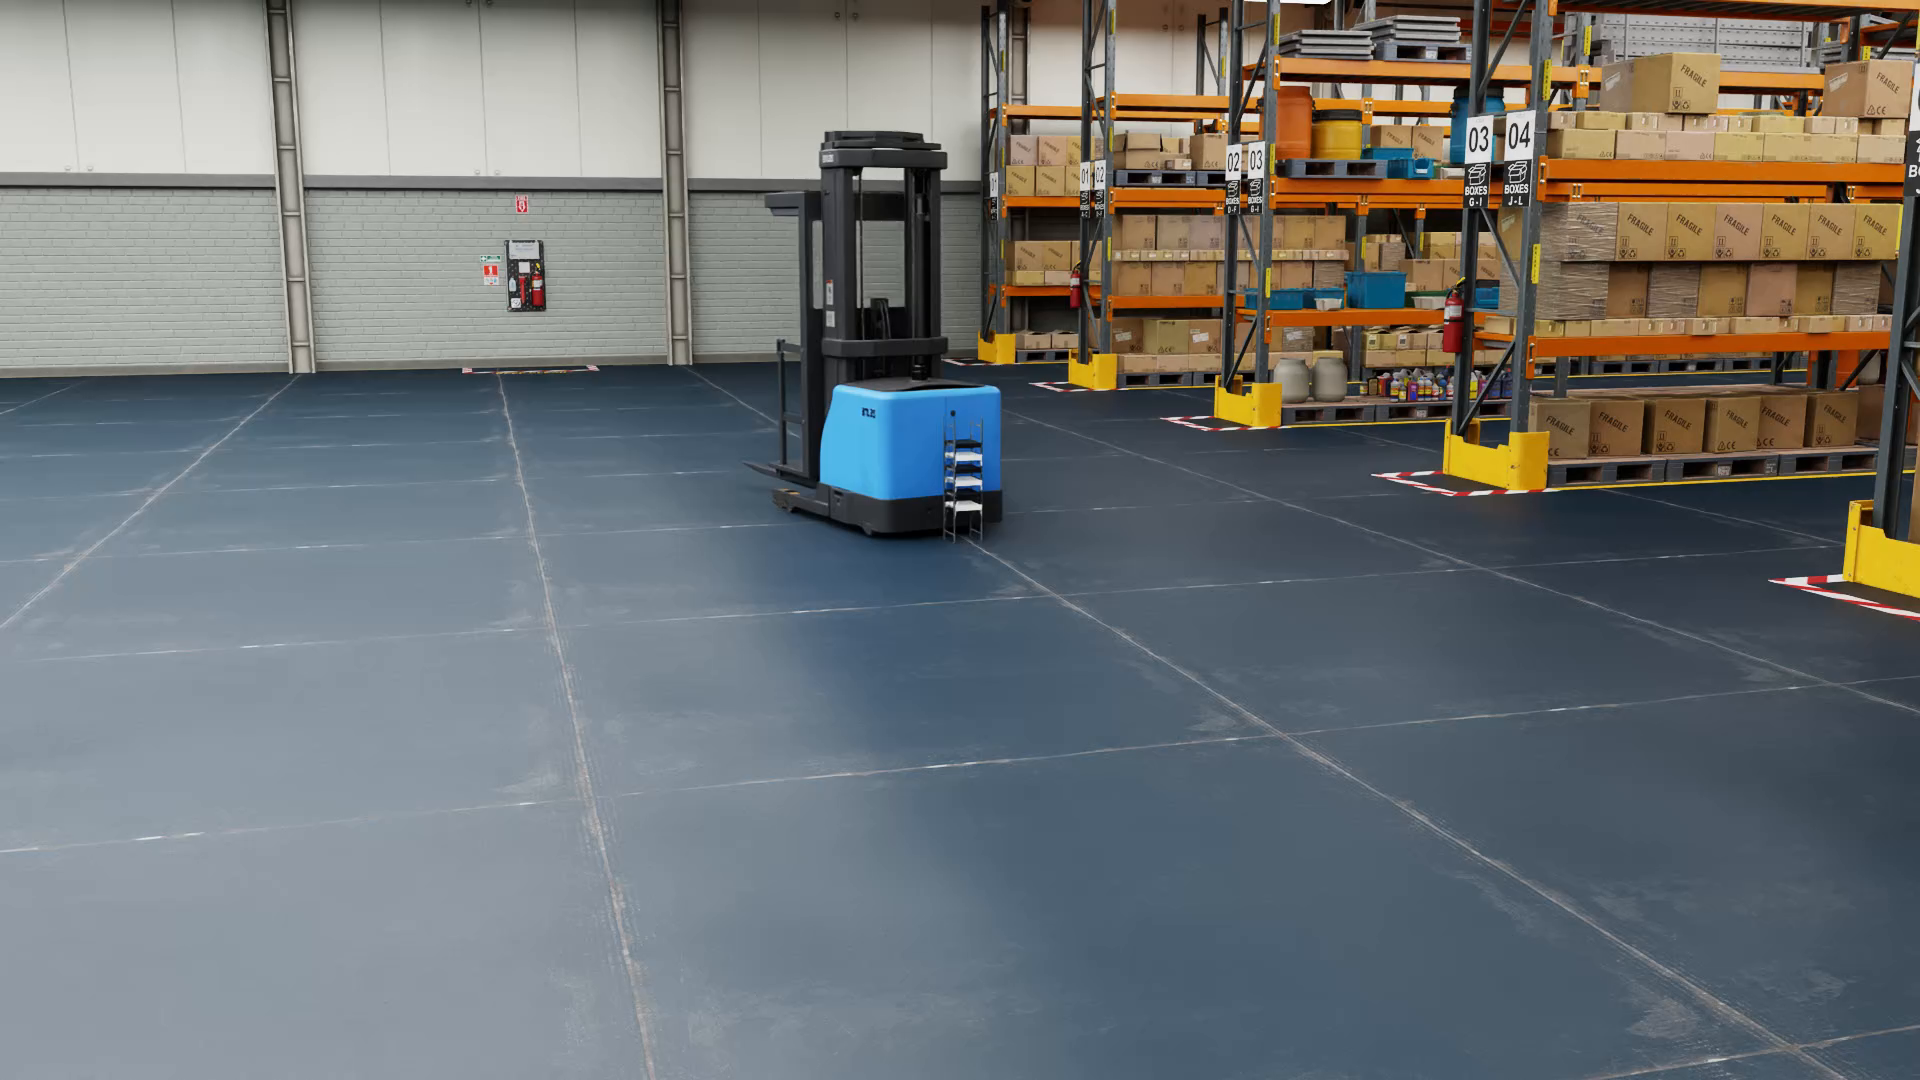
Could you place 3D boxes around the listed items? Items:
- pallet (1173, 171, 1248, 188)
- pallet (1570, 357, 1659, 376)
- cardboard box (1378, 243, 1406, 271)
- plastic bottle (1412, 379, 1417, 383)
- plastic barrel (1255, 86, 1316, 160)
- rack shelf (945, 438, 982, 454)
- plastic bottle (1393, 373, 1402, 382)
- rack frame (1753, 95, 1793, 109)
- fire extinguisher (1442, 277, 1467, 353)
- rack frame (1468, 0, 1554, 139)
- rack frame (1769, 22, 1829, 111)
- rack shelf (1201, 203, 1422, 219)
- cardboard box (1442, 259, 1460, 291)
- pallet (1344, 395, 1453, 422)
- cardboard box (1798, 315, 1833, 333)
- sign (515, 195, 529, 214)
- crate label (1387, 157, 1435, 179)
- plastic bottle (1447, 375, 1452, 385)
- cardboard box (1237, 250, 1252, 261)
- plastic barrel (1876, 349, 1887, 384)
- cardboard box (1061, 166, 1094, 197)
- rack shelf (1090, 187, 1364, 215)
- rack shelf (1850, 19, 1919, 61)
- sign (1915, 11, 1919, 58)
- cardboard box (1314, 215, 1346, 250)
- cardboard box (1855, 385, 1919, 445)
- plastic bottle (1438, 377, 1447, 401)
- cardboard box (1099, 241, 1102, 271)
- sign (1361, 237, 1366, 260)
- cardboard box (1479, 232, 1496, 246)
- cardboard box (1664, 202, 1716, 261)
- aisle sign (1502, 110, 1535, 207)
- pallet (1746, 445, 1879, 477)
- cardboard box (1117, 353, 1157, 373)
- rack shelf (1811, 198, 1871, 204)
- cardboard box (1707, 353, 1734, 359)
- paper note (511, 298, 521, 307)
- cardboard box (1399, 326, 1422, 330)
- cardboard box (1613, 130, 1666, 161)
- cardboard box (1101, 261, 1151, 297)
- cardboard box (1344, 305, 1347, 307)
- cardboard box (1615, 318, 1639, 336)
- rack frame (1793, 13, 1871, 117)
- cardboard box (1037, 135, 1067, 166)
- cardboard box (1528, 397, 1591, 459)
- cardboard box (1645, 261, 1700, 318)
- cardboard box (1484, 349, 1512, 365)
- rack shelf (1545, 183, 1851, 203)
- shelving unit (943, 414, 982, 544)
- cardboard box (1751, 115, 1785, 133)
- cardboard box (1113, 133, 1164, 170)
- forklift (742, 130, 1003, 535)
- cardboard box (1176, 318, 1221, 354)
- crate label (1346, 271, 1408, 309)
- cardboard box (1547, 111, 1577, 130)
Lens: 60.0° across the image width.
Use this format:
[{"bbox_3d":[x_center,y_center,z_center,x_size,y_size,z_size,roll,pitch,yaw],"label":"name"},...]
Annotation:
[{"bbox_3d":[3.810,-5.252,24.252,1.213,0.211,1.003,-3,11,-16],"label":"pallet"},{"bbox_3d":[10.359,-2.792,26.628,1.213,0.211,1.003,-3,11,-16],"label":"pallet"},{"bbox_3d":[7.794,-5.233,30.695,0.500,0.500,0.700,-4,11,-23],"label":"cardboard box"},{"bbox_3d":[5.588,-1.880,20.489,0.097,0.201,0.097,0,10,0],"label":"plastic bottle"},{"bbox_3d":[3.762,-4.805,19.233,0.708,0.830,0.600,-3,11,-16],"label":"plastic barrel"},{"bbox_3d":[0.020,-0.673,11.909,0.200,0.077,0.258,-4,11,-20],"label":"rack shelf"},{"bbox_3d":[5.355,-1.927,20.535,0.135,0.276,0.152,-3,11,-18],"label":"plastic bottle"},{"bbox_3d":[15.924,-8.348,32.538,0.127,3.000,1.000,-3,11,-16],"label":"rack frame"},{"bbox_3d":[4.477,-2.041,15.062,0.183,0.674,0.296,-3,11,-16],"label":"fire extinguisher"},{"bbox_3d":[4.715,-4.955,14.108,0.127,3.000,1.000,-3,11,-16],"label":"rack frame"},{"bbox_3d":[13.472,-7.285,26.762,0.127,3.000,1.000,-3,11,-16],"label":"rack frame"},{"bbox_3d":[6.323,-6.013,30.126,4.000,0.370,1.077,-3,11,-16],"label":"rack shelf"},{"bbox_3d":[7.519,-4.067,25.575,0.500,0.500,0.500,-3,11,-16],"label":"cardboard box"},{"bbox_3d":[5.341,-1.608,20.196,1.213,0.211,1.003,-3,11,-16],"label":"pallet"},{"bbox_3d":[7.723,-1.976,15.191,0.250,0.149,0.380,-3,11,-16],"label":"cardboard box"},{"bbox_3d":[-7.188,-5.509,27.282,0.199,0.298,0.001,-3,11,-16],"label":"sign"},{"bbox_3d":[5.220,-4.305,19.273,0.408,0.251,0.502,-3,11,-16],"label":"crate label"},{"bbox_3d":[5.952,-1.851,20.103,0.133,0.283,0.061,-3,11,-16],"label":"plastic bottle"},{"bbox_3d":[4.116,-4.169,24.338,0.250,0.149,0.380,-3,11,-14],"label":"cardboard box"},{"bbox_3d":[12.561,-2.376,22.169,0.708,0.588,0.600,-3,11,-16],"label":"plastic barrel"},{"bbox_3d":[1.976,-6.144,28.517,0.500,0.500,0.500,-2,11,-13],"label":"cardboard box"},{"bbox_3d":[3.870,-4.950,24.350,4.000,0.370,1.077,-3,11,-16],"label":"rack shelf"},{"bbox_3d":[10.476,-4.708,15.859,4.000,0.370,1.077,-3,11,-16],"label":"rack shelf"},{"bbox_3d":[5.866,-3.104,10.112,0.005,0.325,0.100,-3,11,-16],"label":"sign"},{"bbox_3d":[5.366,-4.593,24.852,0.500,0.500,0.700,-3,11,-16],"label":"cardboard box"},{"bbox_3d":[9.151,-1.222,16.086,0.500,0.500,0.700,-4,11,-20],"label":"cardboard box"},{"bbox_3d":[5.778,-1.811,19.917,0.097,0.271,0.097,0,10,0],"label":"plastic bottle"},{"bbox_3d":[2.572,-4.941,28.890,0.500,0.500,0.500,-3,11,-14],"label":"cardboard box"},{"bbox_3d":[5.947,-4.298,24.497,0.005,0.325,0.100,-3,11,-16],"label":"sign"},{"bbox_3d":[9.746,-5.598,30.948,0.500,0.250,0.500,-3,11,-16],"label":"cardboard box"},{"bbox_3d":[6.281,-2.722,14.688,0.500,0.500,0.500,-3,11,-16],"label":"cardboard box"},{"bbox_3d":[4.740,-3.228,14.116,0.004,0.787,0.394,-3,11,-16],"label":"aisle sign"},{"bbox_3d":[7.921,-0.796,15.785,1.213,0.211,1.003,-3,11,-16],"label":"pallet"},{"bbox_3d":[2.527,-2.570,24.155,0.500,0.250,0.500,-3,11,-16],"label":"cardboard box"},{"bbox_3d":[15.392,-5.557,27.649,4.000,0.370,1.077,-3,11,-16],"label":"rack shelf"},{"bbox_3d":[12.119,-3.198,26.820,0.500,0.500,0.500,-3,11,-15],"label":"cardboard box"},{"bbox_3d":[-7.341,-3.922,27.496,0.142,0.148,0.016,-3,11,-16],"label":"paper note"},{"bbox_3d":[7.077,-3.182,25.932,0.500,0.311,0.500,-3,11,-16],"label":"cardboard box"},{"bbox_3d":[5.744,-3.413,14.429,0.500,0.250,0.500,-3,11,-17],"label":"cardboard box"},{"bbox_3d":[2.402,-3.798,24.114,0.500,0.500,0.700,-3,11,-16],"label":"cardboard box"},{"bbox_3d":[7.001,-4.285,30.656,0.500,0.250,0.500,-3,11,-15],"label":"cardboard box"},{"bbox_3d":[5.779,-1.890,14.721,0.250,0.149,0.380,-3,11,-16],"label":"cardboard box"},{"bbox_3d":[11.012,-6.221,20.984,0.127,3.000,1.000,-3,11,-16],"label":"rack frame"},{"bbox_3d":[1.495,-6.608,28.277,0.500,0.500,0.500,-3,11,-17],"label":"cardboard box"},{"bbox_3d":[5.319,-1.011,14.995,0.500,0.500,0.500,-1,10,-5],"label":"cardboard box"},{"bbox_3d":[6.190,-2.287,15.088,0.500,0.500,0.875,-3,11,-16],"label":"cardboard box"},{"bbox_3d":[8.217,-2.865,25.761,0.500,0.250,0.500,-3,11,-15],"label":"cardboard box"},{"bbox_3d":[9.092,-4.291,20.771,4.000,0.370,1.077,-3,11,-16],"label":"rack shelf"},{"bbox_3d":[0.020,-0.440,11.952,0.210,0.900,0.258,-4,11,-20],"label":"shelving unit"},{"bbox_3d":[7.061,-3.670,14.727,0.250,0.149,0.380,-2,11,-13],"label":"cardboard box"},{"bbox_3d":[2.503,-5.557,23.829,0.637,0.503,0.797,-2,11,-12],"label":"cardboard box"},{"bbox_3d":[-0.857,-1.698,13.174,1.130,2.935,3.031,-6,12,-30],"label":"forklift"},{"bbox_3d":[3.483,-2.992,24.376,0.500,0.500,0.500,-3,11,-16],"label":"cardboard box"},{"bbox_3d":[5.022,-3.023,20.086,0.616,0.435,0.502,-3,11,-16],"label":"crate label"},{"bbox_3d":[5.044,-3.576,14.215,0.250,0.149,0.380,-3,11,-16],"label":"cardboard box"}]
